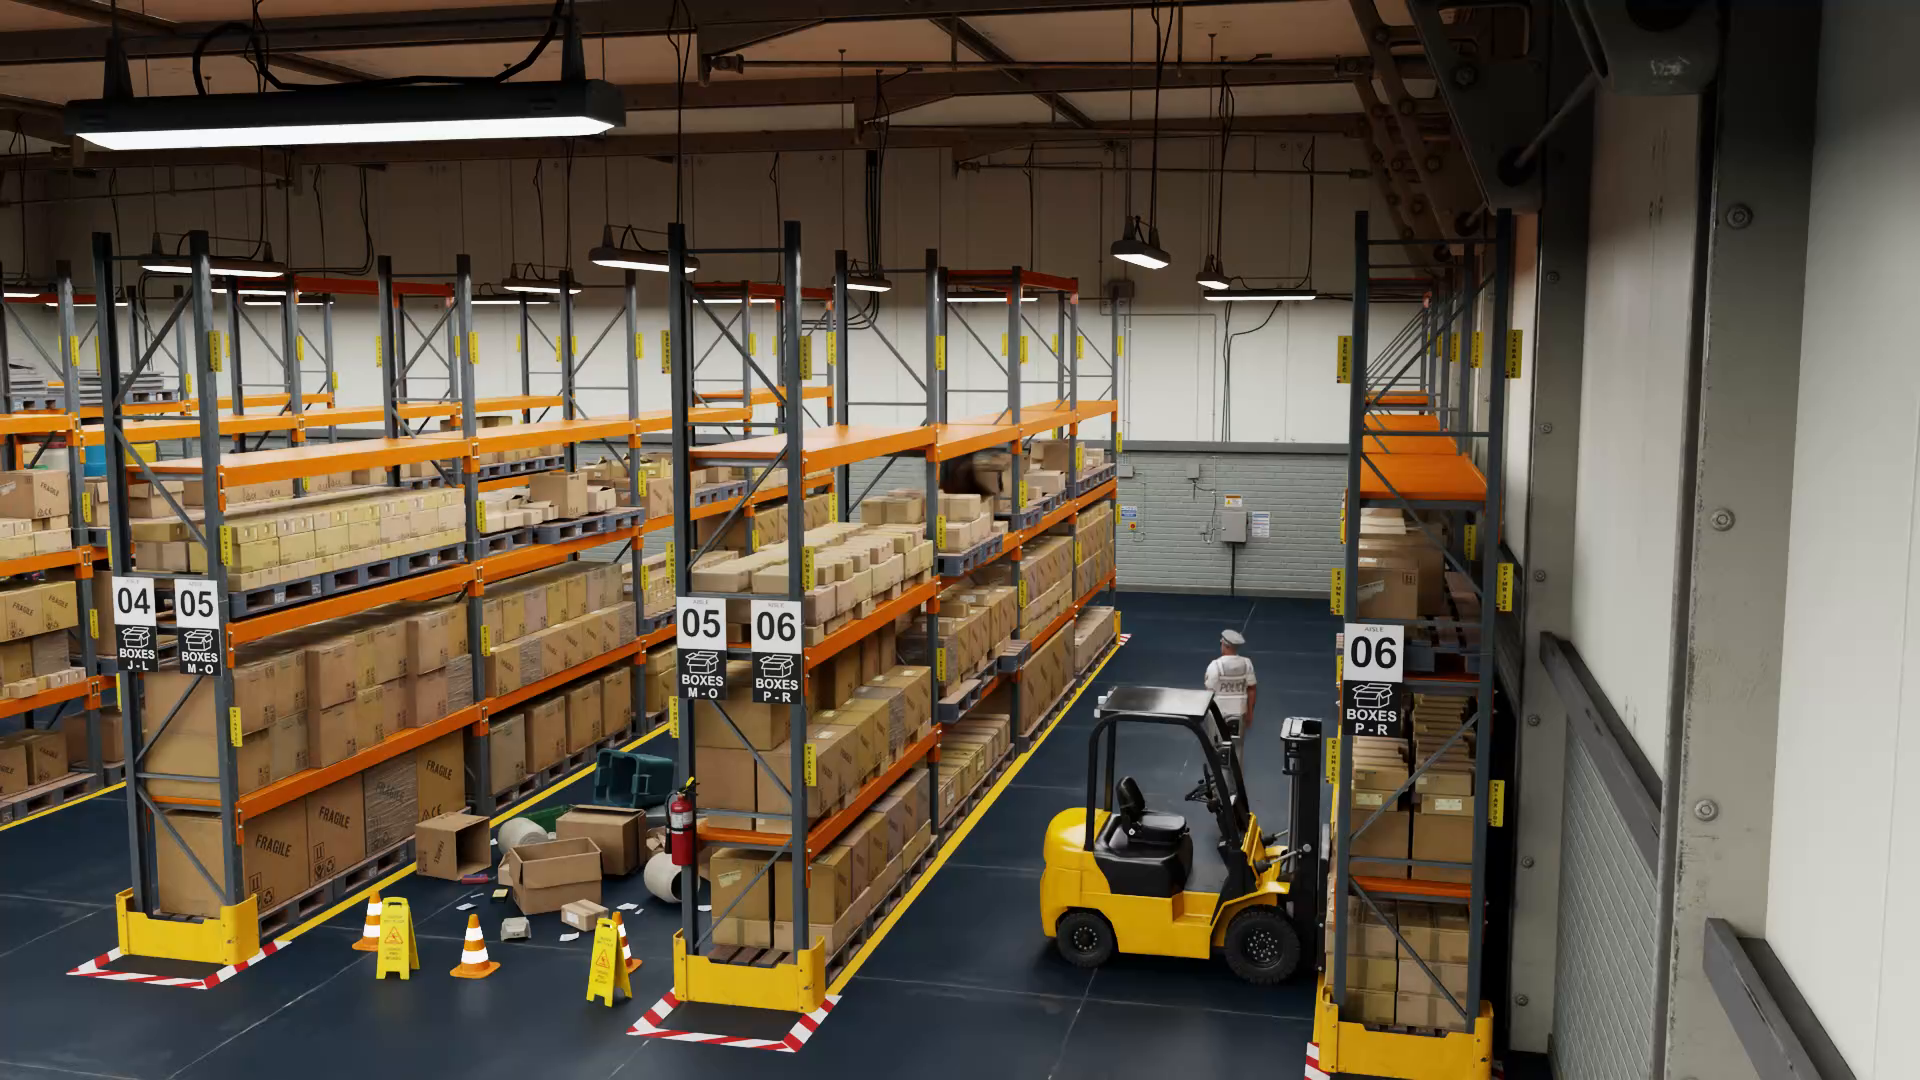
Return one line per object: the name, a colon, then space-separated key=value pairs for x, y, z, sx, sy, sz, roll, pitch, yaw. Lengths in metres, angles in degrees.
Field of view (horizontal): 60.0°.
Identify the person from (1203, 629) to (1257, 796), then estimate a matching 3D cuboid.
person: x=2.845 y=1.861 z=17.722 sx=0.605 sy=1.856 sz=0.666 roll=0 pitch=7 yaw=3
